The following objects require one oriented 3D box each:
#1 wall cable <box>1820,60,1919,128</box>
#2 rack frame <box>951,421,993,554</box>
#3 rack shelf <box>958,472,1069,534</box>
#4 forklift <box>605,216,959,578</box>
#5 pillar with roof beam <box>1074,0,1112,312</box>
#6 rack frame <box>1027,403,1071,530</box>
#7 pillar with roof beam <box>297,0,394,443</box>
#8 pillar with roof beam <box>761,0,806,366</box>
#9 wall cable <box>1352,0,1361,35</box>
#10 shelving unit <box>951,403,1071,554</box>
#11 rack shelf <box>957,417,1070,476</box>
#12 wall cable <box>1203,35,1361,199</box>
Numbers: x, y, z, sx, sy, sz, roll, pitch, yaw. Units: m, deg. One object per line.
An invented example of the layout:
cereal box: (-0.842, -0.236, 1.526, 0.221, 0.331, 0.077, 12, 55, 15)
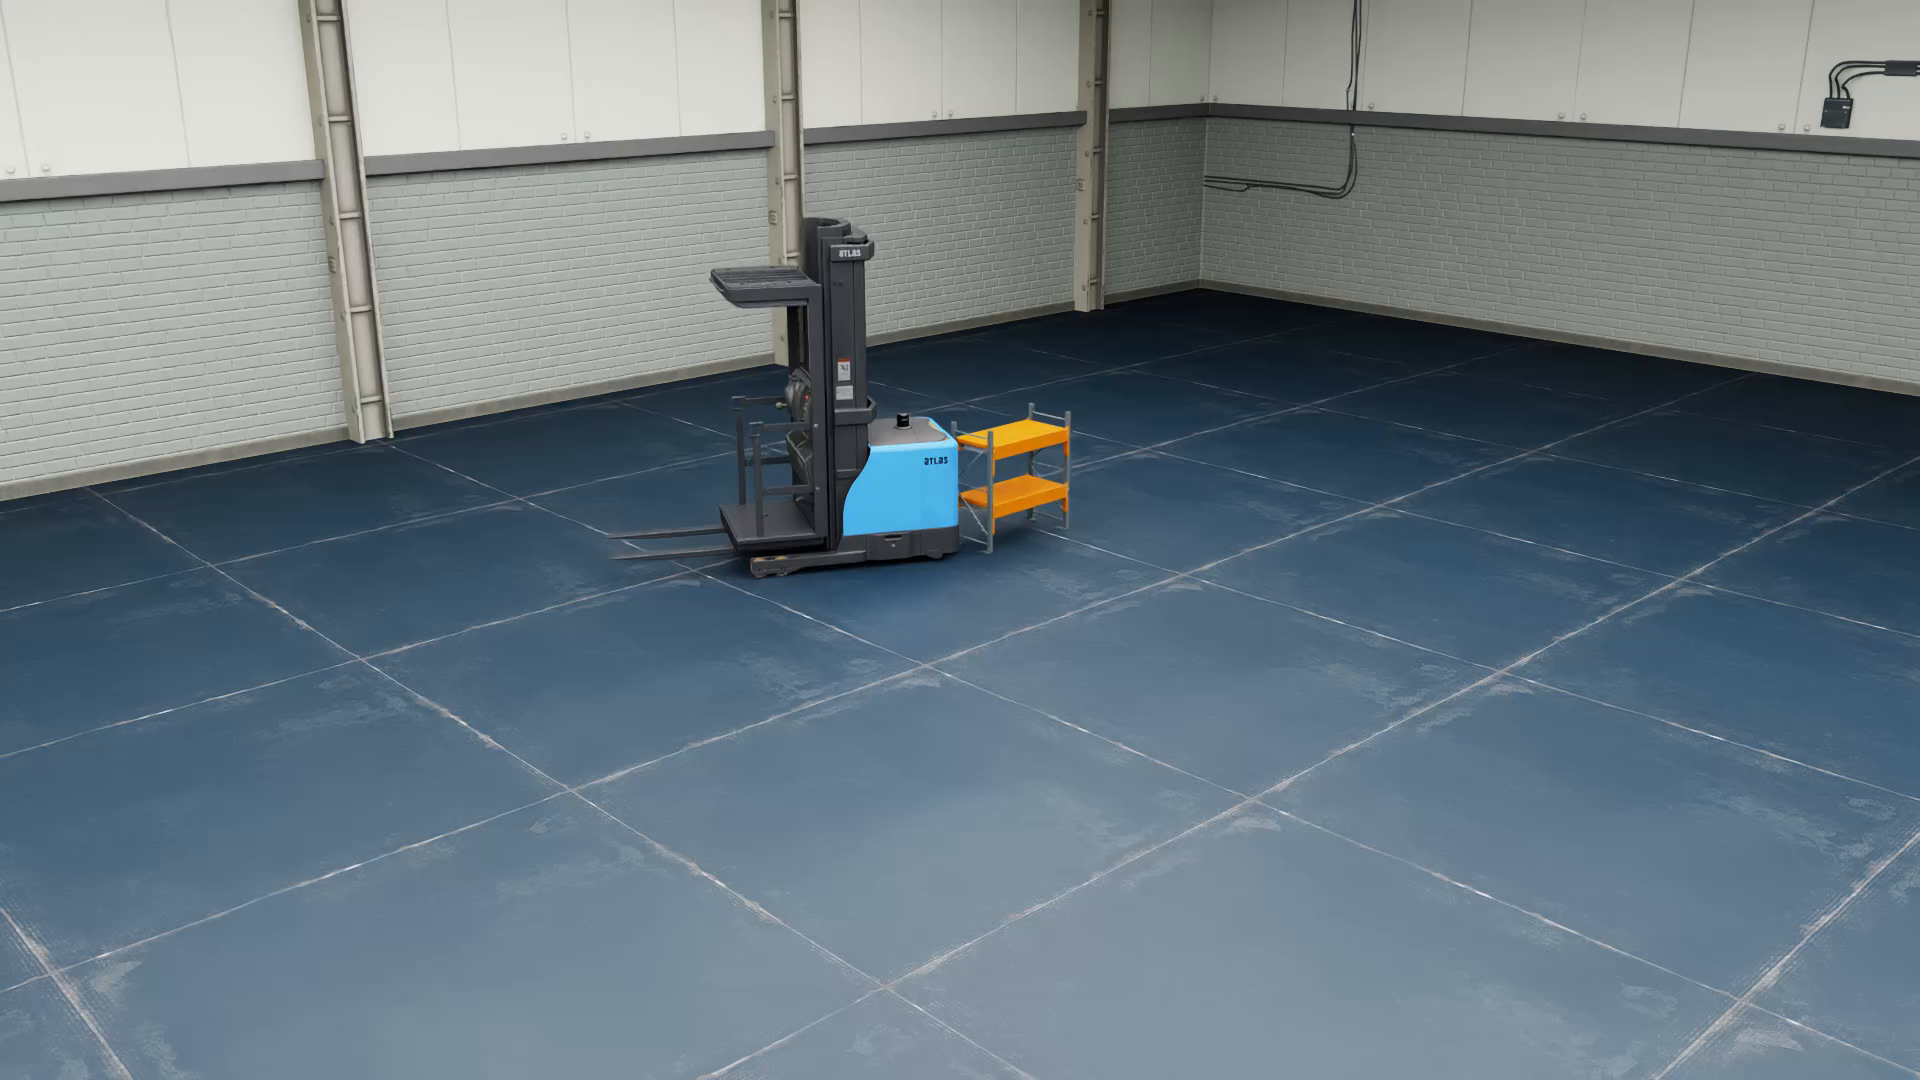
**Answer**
wall cable: (11.620, -7.793, 19.180, 0.169, 6.003, 2.305, -16, 24, -41)
rack frame: (0.107, -0.469, 14.873, 0.032, 1.125, 0.500, -17, 25, -42)
rack shelf: (0.468, -0.347, 15.289, 1.000, 0.278, 0.538, -17, 25, -42)
forklift: (-1.580, -1.251, 14.356, 3.031, 2.935, 1.130, -5, 19, -15)
pillar with roof beam: (5.017, -7.013, 22.290, 0.400, 9.000, 9.100, -16, 24, -41)
rack frame: (0.828, -0.690, 15.554, 0.032, 1.125, 0.500, -17, 25, -42)
pillar with roof beam: (-3.702, -4.470, 14.448, 0.400, 9.000, 9.100, -16, 24, -41)
pillar with roof beam: (0.658, -5.742, 18.369, 0.400, 9.000, 9.100, -16, 24, -41)
wall cable: (6.968, -8.625, 24.107, 0.112, 2.526, 3.097, -16, 24, -41)
shelving unit: (0.468, -0.579, 15.213, 1.048, 1.125, 0.538, -17, 25, -42)
rack shelf: (0.468, -0.858, 15.123, 1.000, 0.278, 0.538, -17, 25, -42)
wall cable: (5.109, -6.829, 26.756, 0.112, 2.526, 3.097, -16, 24, -41)
